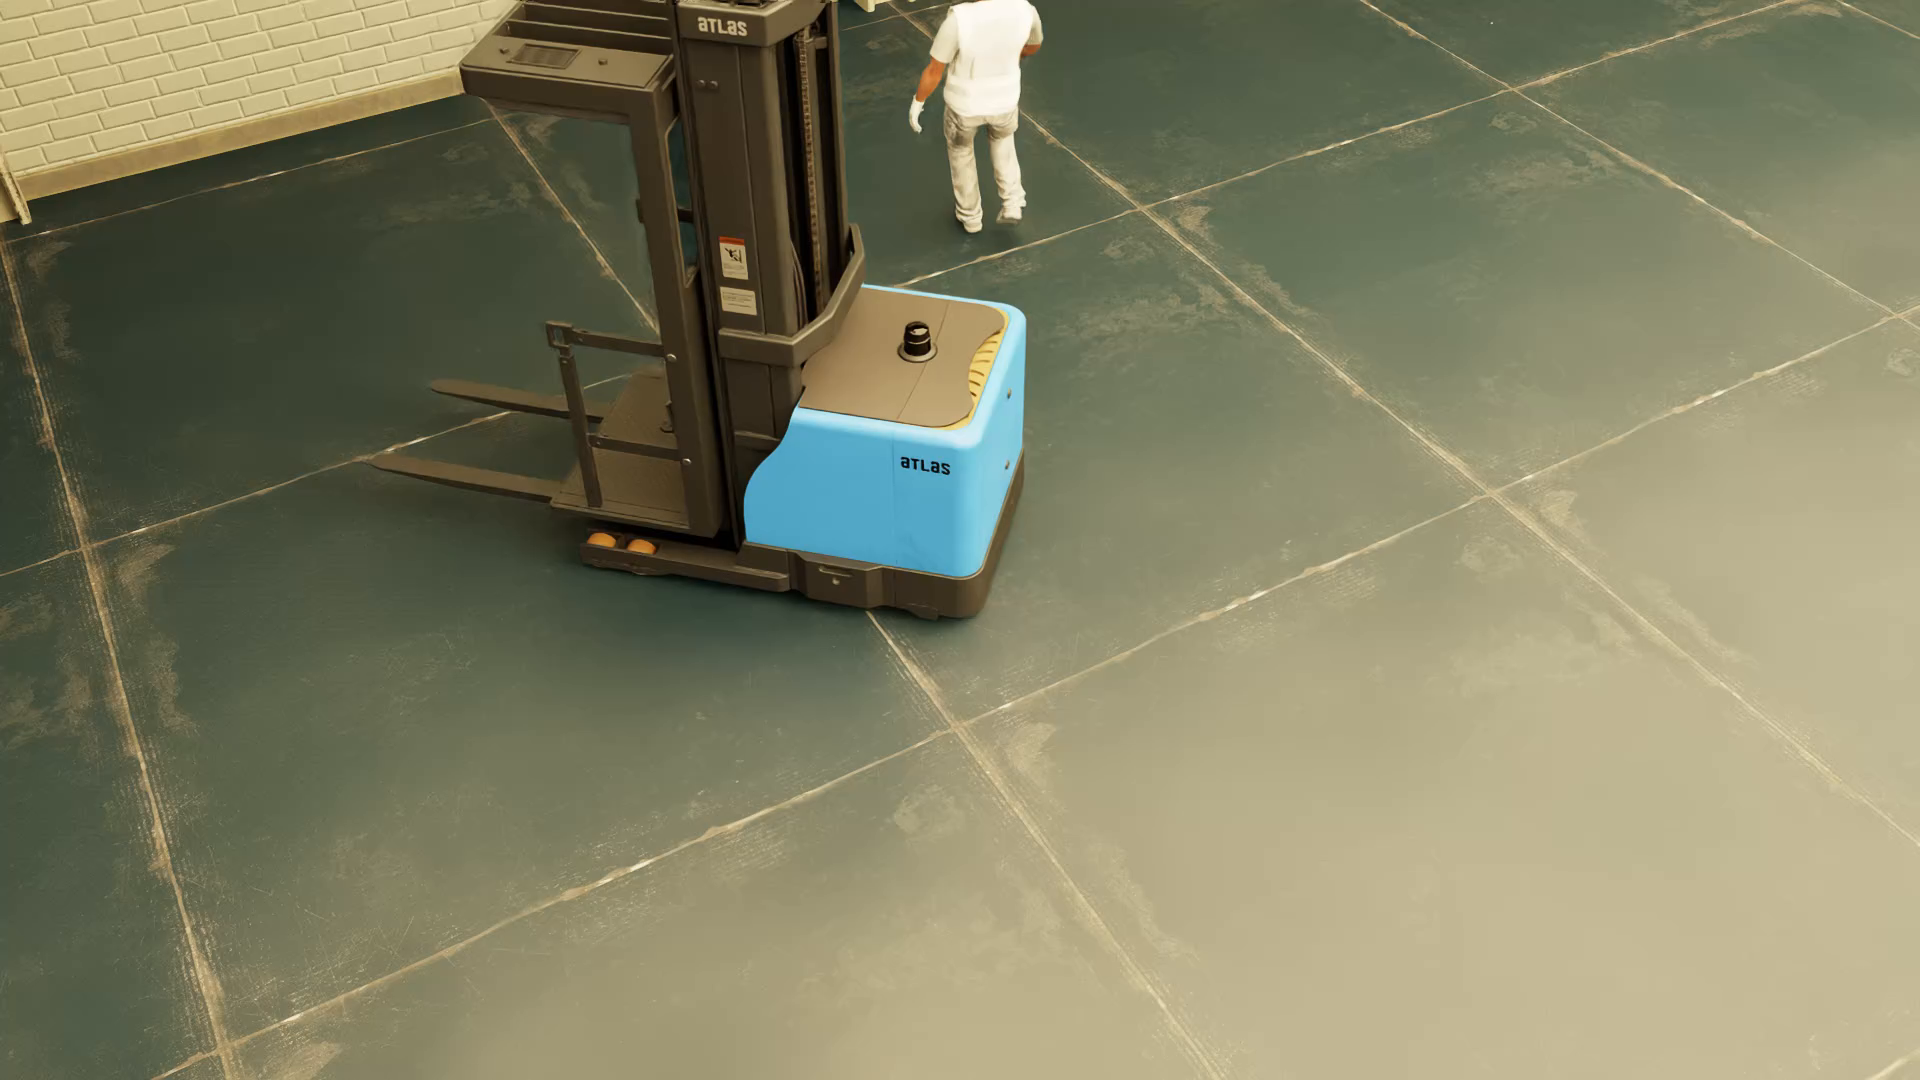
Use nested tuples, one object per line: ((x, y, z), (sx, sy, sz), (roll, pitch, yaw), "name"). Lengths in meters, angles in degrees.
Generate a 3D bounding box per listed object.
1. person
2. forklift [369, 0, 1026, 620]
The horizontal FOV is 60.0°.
((0.072, -2.490, 9.261), (0.775, 1.738, 0.530), (-9, 44, -9), "person")
((-1.266, -1.252, 7.047), (3.031, 2.935, 1.130), (9, 44, 10), "forklift")
